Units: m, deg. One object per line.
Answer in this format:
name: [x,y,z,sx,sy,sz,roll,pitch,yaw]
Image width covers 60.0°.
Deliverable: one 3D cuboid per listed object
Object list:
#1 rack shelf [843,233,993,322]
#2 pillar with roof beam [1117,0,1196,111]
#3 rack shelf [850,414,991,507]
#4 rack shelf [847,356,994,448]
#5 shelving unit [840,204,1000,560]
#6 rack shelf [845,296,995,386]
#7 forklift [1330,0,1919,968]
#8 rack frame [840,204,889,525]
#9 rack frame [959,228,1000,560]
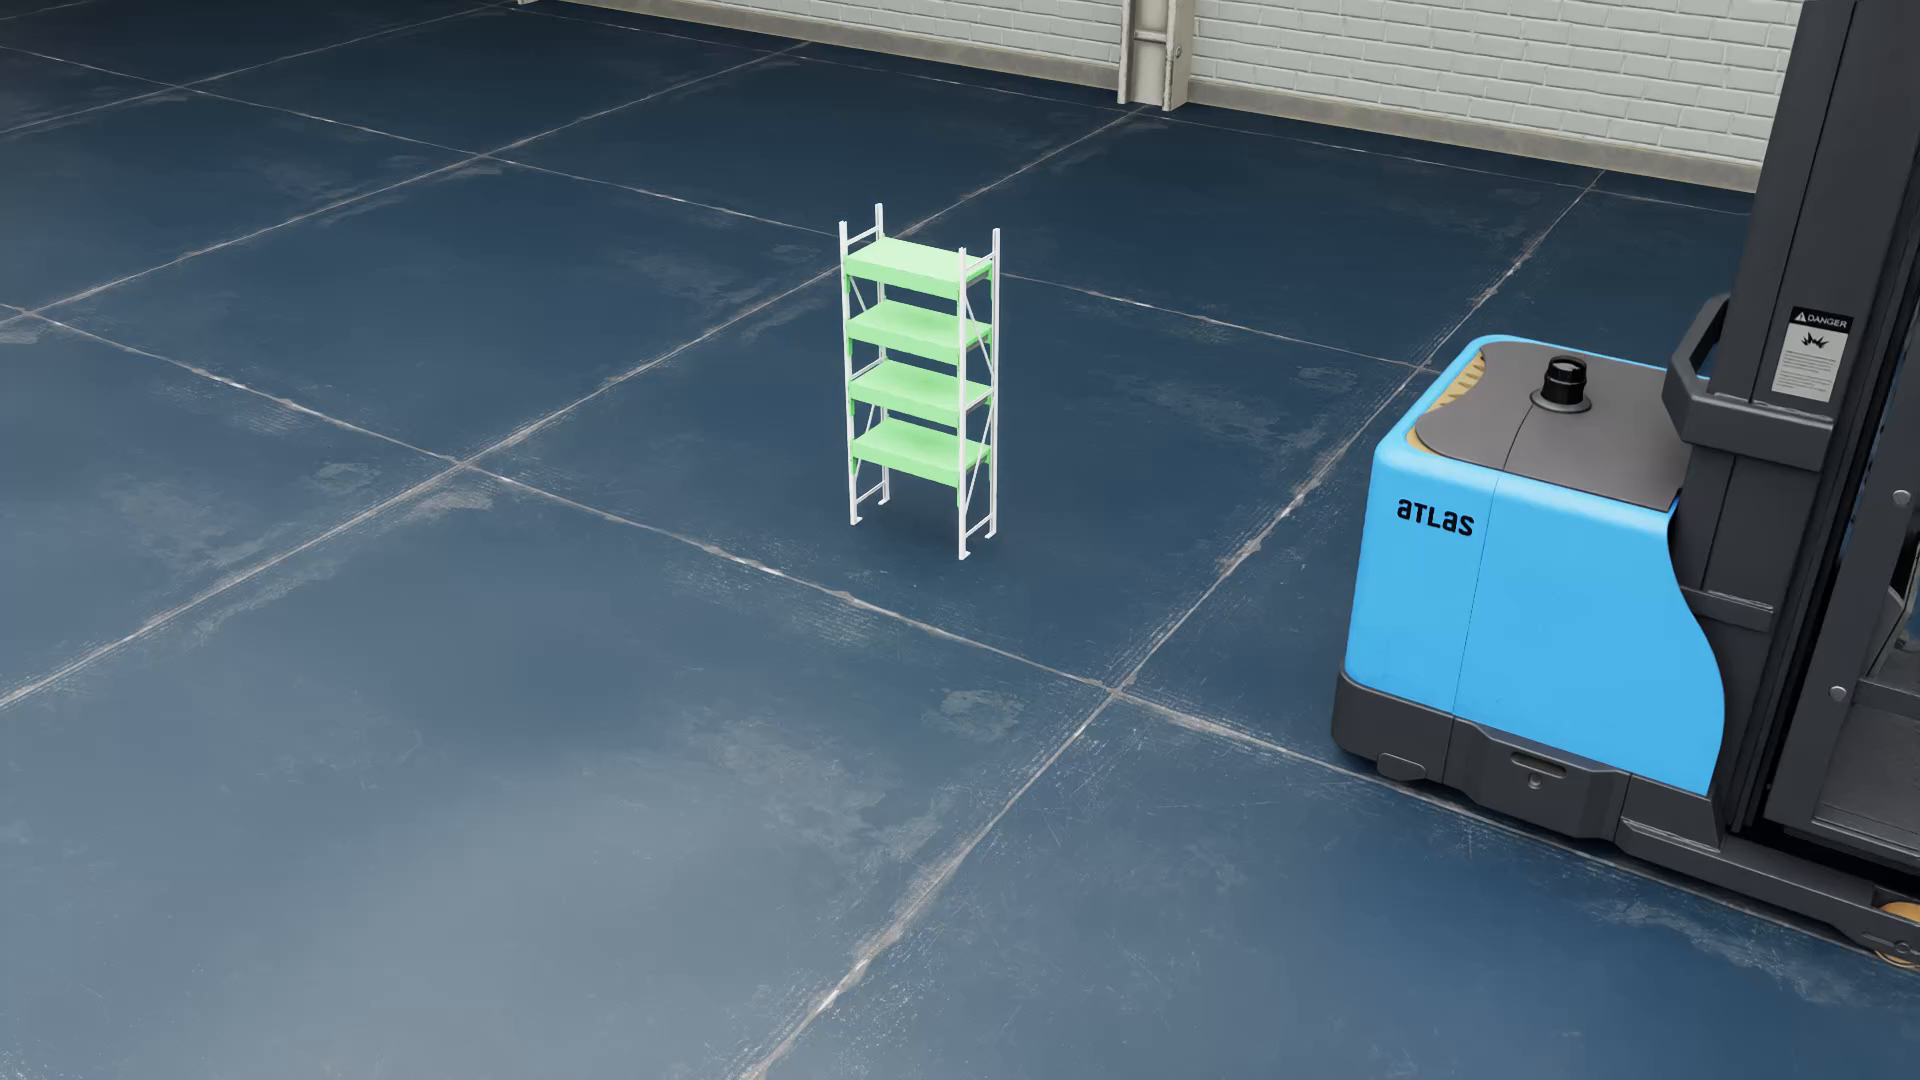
rack shelf: [-0.140,-0.922,5.814,0.480,0.148,0.258,18,35,27]
pillar with roof beam: [-0.965,-5.055,5.985,0.400,9.000,9.100,18,35,27]
rack shelf: [-0.140,-0.300,6.177,0.480,0.148,0.258,18,35,27]
rack shelf: [-0.140,-0.507,6.056,0.480,0.148,0.258,18,35,27]
shelving unit: [-0.140,-0.563,6.024,0.503,1.200,0.258,18,35,27]
rack shelf: [-0.140,-0.715,5.935,0.480,0.148,0.258,18,35,27]
forklift: [2.655,-0.407,4.038,3.031,2.935,1.130,18,35,27]
rack frame: [-0.347,-0.628,6.136,0.015,1.200,0.240,18,35,27]
rack frame: [0.066,-0.497,5.912,0.015,1.200,0.240,18,35,27]
